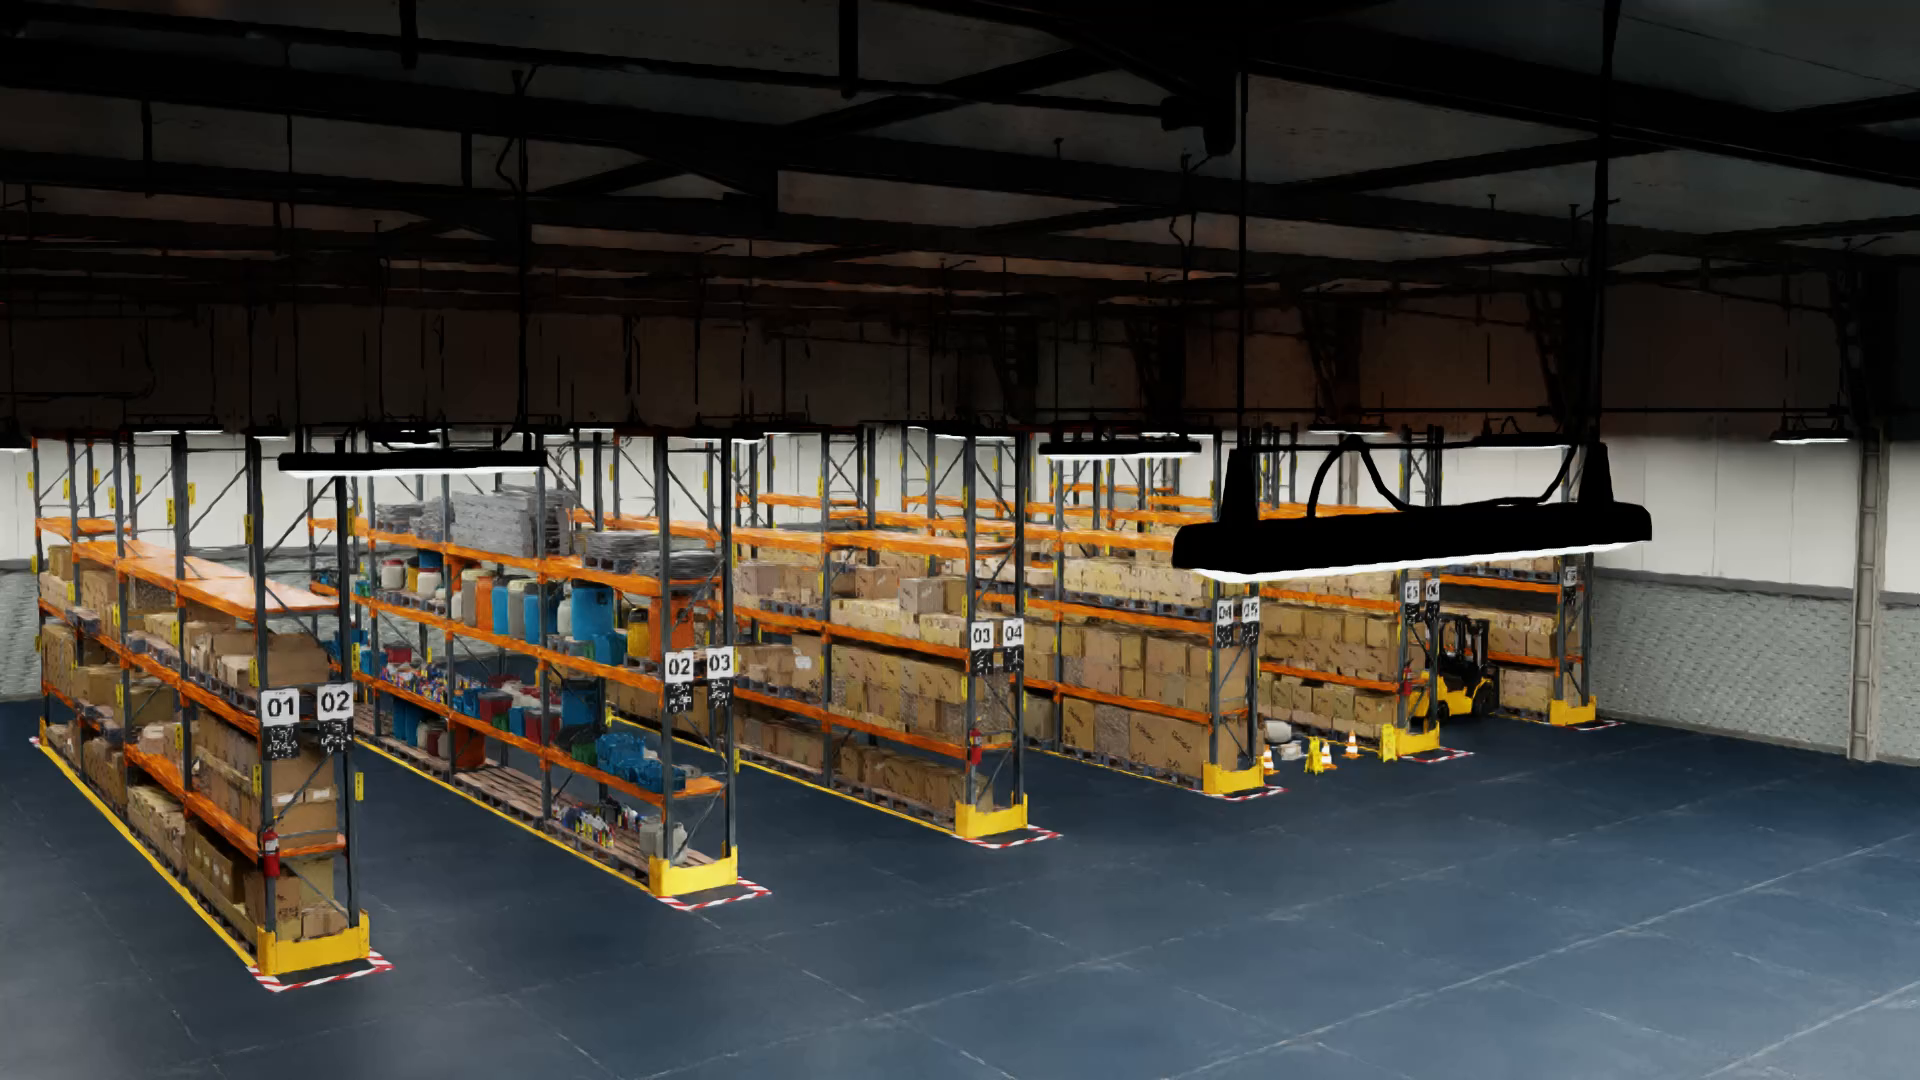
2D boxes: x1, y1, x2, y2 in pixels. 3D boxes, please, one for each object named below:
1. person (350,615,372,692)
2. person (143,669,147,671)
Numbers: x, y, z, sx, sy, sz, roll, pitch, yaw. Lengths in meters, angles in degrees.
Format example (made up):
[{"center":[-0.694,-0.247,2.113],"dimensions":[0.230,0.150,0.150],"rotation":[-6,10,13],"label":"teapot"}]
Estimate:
[{"center":[-13.527,2.532,37.341],"dimensions":[0.608,1.754,0.580],"rotation":[0,4,-1],"label":"person"},{"center":[-16.864,2.785,34.729],"dimensions":[0.576,1.710,0.507],"rotation":[1,5,16],"label":"person"}]
